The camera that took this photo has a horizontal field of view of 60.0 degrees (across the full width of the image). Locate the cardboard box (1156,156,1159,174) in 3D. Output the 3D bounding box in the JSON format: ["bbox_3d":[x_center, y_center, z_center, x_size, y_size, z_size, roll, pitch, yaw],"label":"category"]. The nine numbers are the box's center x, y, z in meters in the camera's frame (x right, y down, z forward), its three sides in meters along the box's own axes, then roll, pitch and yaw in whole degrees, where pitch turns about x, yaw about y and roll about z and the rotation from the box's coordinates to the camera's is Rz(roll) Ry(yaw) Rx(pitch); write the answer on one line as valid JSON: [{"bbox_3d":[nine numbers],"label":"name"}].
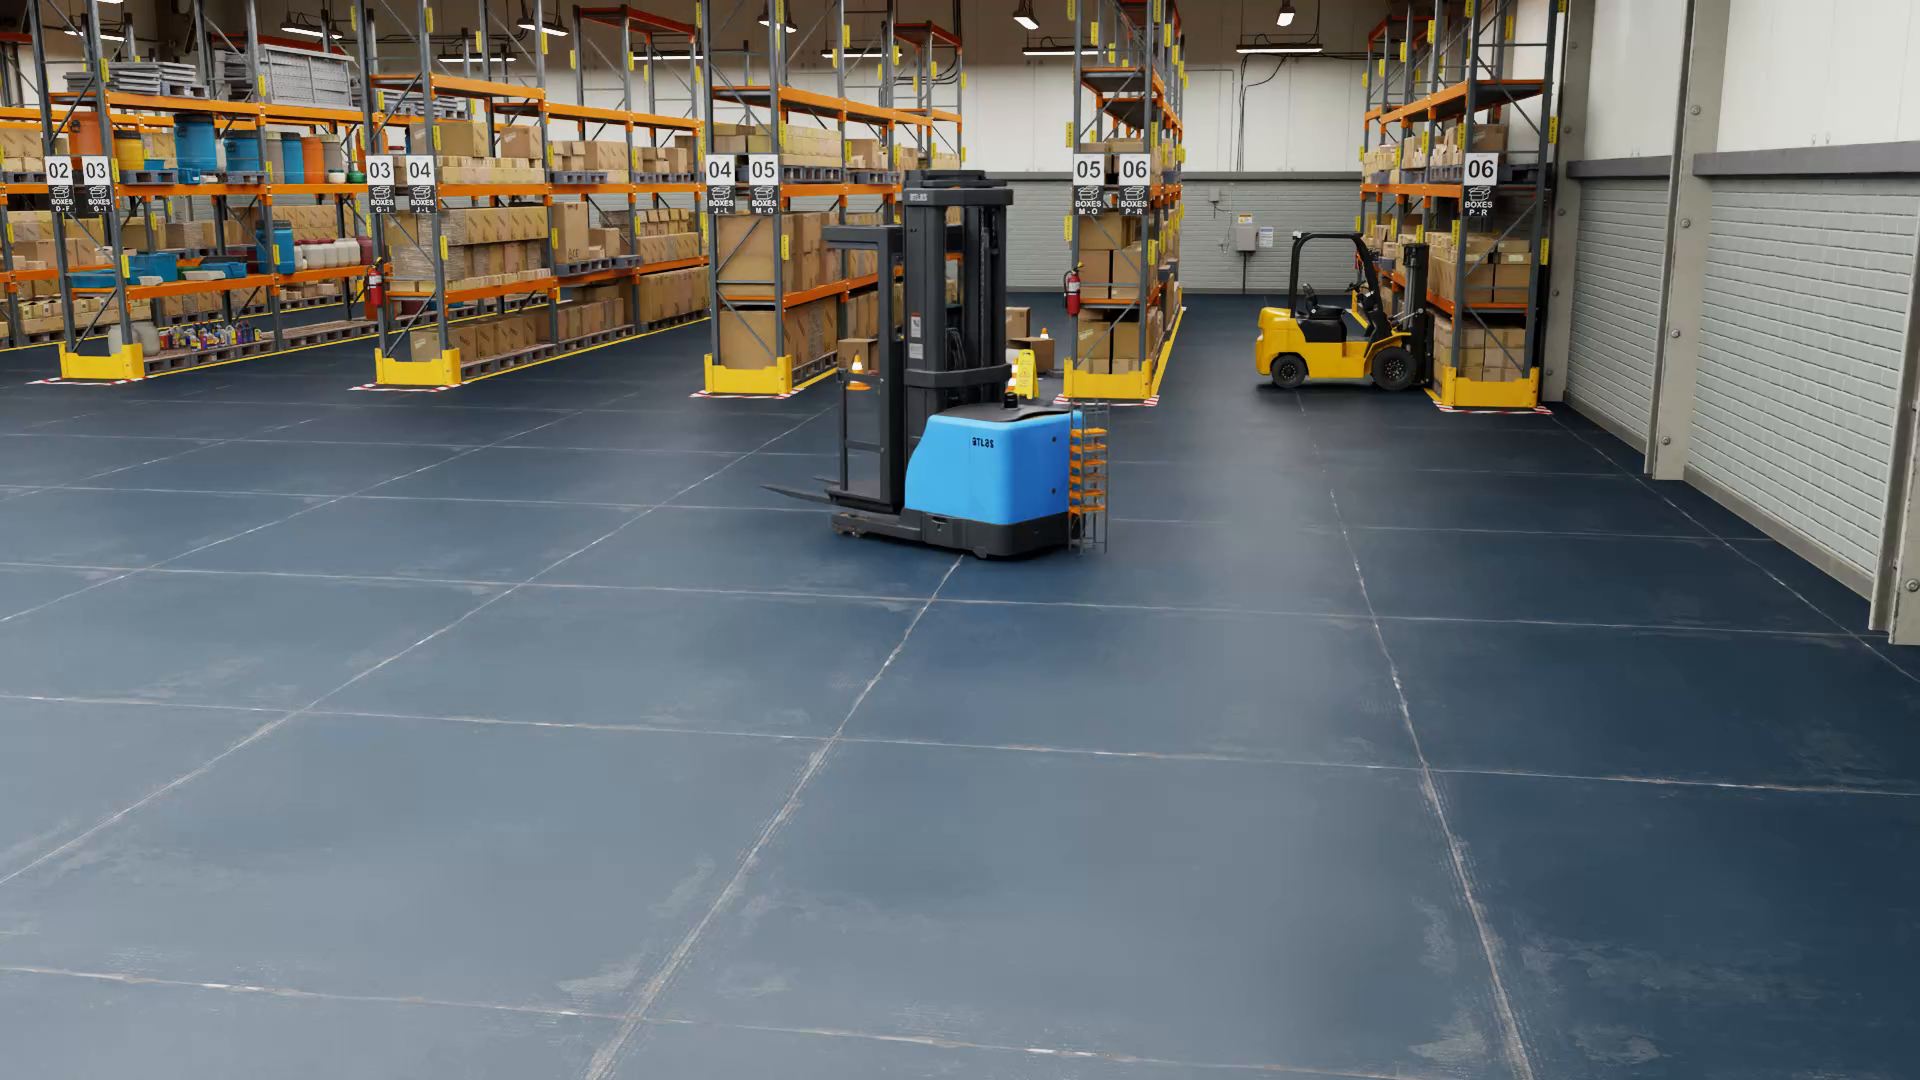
[{"bbox_3d":[2.564,-5.344,23.699,0.500,0.250,0.500,2,12,10],"label":"cardboard box"}]

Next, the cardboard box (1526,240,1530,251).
[{"bbox_3d":[7.253,-3.858,21.792,0.380,0.149,0.250,2,12,11],"label":"cardboard box"}]

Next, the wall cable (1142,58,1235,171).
[{"bbox_3d":[5.783,-10.822,42.349,2.355,3.000,0.029,2,12,9],"label":"wall cable"}]

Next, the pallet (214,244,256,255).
[{"bbox_3d":[-15.982,-6.275,35.944,1.003,0.211,1.213,2,12,9],"label":"pallet"}]

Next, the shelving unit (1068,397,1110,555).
[{"bbox_3d":[1.004,-0.495,12.943,0.258,1.200,0.189,-6,13,-24],"label":"shelving unit"}]

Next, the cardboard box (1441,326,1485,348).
[{"bbox_3d":[6.651,-2.686,21.994,0.500,0.250,0.500,2,12,11],"label":"cardboard box"}]

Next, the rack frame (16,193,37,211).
[{"bbox_3d":[-20.647,-6.691,37.420,1.000,3.000,0.127,2,12,9],"label":"rack frame"}]

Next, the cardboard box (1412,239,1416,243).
[{"bbox_3d":[7.357,-4.670,26.265,0.380,0.149,0.250,1,12,7],"label":"cardboard box"}]

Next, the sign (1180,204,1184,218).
[{"bbox_3d":[4.977,-7.382,37.318,0.100,0.325,0.005,2,12,9],"label":"sign"}]

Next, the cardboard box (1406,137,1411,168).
[{"bbox_3d":[7.787,-6.414,27.543,0.700,0.500,0.500,2,12,8],"label":"cardboard box"}]

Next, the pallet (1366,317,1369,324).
[{"bbox_3d":[8.840,-4.508,33.911,1.003,0.211,1.213,2,12,9],"label":"pallet"}]

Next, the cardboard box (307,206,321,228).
[{"bbox_3d":[-15.164,-7.480,38.470,0.500,0.500,0.500,2,12,10],"label":"cardboard box"}]

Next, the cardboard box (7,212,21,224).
[{"bbox_3d":[-20.633,-6.944,35.823,0.500,0.250,0.500,2,12,10],"label":"cardboard box"}]

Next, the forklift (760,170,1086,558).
[{"bbox_3d":[-0.424,-1.531,13.638,3.031,2.935,1.130,11,16,41],"label":"forklift"}]

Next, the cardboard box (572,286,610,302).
[{"bbox_3d":[-6.724,-4.485,30.295,0.500,0.250,0.500,3,13,15],"label":"cardboard box"}]

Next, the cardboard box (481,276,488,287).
[{"bbox_3d":[-7.344,-3.901,25.070,0.380,0.149,0.250,2,12,9],"label":"cardboard box"}]

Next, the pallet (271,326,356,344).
[{"bbox_3d":[-11.821,-3.761,30.444,1.003,0.211,1.213,2,12,9],"label":"pallet"}]

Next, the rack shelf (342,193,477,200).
[{"bbox_3d":[-11.165,-7.068,33.759,1.077,0.370,4.000,2,12,9],"label":"rack shelf"}]

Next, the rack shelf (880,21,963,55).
[{"bbox_3d":[-0.771,-10.650,35.368,1.077,0.370,4.000,2,12,9],"label":"rack shelf"}]

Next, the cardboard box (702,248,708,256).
[{"bbox_3d":[-5.590,-6.137,35.448,0.380,0.149,0.250,2,12,9],"label":"cardboard box"}]

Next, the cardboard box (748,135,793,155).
[{"bbox_3d":[-2.596,-5.414,22.793,0.500,0.250,0.500,2,12,9],"label":"cardboard box"}]

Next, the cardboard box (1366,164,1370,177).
[{"bbox_3d":[8.861,-7.803,35.112,0.500,0.250,0.500,2,12,7],"label":"cardboard box"}]

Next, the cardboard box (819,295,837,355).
[{"bbox_3d":[-2.475,-3.400,26.198,0.875,0.875,0.875,2,12,10],"label":"cardboard box"}]

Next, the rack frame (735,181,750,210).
[{"bbox_3d":[-5.349,-7.042,39.050,1.000,3.000,0.127,2,12,9],"label":"rack frame"}]

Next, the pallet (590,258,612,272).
[{"bbox_3d":[-6.843,-4.870,29.425,1.003,0.211,1.213,2,12,9],"label":"pallet"}]

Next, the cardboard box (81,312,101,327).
[{"bbox_3d":[-16.439,-4.123,31.035,0.500,0.250,0.500,2,12,10],"label":"cardboard box"}]

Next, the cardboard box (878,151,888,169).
[{"bbox_3d":[-1.558,-6.645,29.063,0.500,0.311,0.500,2,12,9],"label":"cardboard box"}]

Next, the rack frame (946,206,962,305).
[{"bbox_3d":[-0.463,-6.860,38.207,1.000,3.000,0.127,2,12,9],"label":"rack frame"}]

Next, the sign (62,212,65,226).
[{"bbox_3d":[-20.109,-7.203,37.235,0.100,0.325,0.005,2,12,9],"label":"sign"}]

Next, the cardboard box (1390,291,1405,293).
[{"bbox_3d":[8.163,-4.524,30.761,0.380,0.149,0.250,2,12,8],"label":"cardboard box"}]

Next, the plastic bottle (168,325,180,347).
[{"bbox_3d":[-12.745,-3.304,26.946,0.144,0.351,0.185,2,12,11],"label":"plastic bottle"}]

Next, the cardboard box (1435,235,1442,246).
[{"bbox_3d":[7.025,-4.302,23.851,0.380,0.149,0.250,2,12,8],"label":"cardboard box"}]

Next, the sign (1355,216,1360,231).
[{"bbox_3d":[8.812,-7.002,36.808,0.100,0.325,0.005,2,12,9],"label":"sign"}]

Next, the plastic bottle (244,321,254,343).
[{"bbox_3d":[-11.902,-3.481,27.771,0.144,0.351,0.185,2,12,7],"label":"plastic bottle"}]

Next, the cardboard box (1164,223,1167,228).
[{"bbox_3d":[3.188,-5.025,27.750,0.500,0.500,0.500,1,12,6],"label":"cardboard box"}]

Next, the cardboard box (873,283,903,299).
[{"bbox_3d":[-1.348,-4.681,31.249,0.500,0.250,0.500,1,12,6],"label":"cardboard box"}]

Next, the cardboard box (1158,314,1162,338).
[{"bbox_3d":[3.011,-3.705,28.807,0.950,0.372,0.625,2,12,8],"label":"cardboard box"}]

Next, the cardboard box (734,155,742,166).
[{"bbox_3d":[-3.208,-5.208,22.780,0.380,0.149,0.250,2,12,9],"label":"cardboard box"}]

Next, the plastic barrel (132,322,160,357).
[{"bbox_3d":[-12.601,-3.105,25.689,0.421,0.512,0.421,0,12,0],"label":"plastic barrel"}]

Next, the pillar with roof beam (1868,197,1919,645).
[{"bbox_3d":[1.786,-3.920,10.324,9.100,9.000,0.400,2,12,9],"label":"pillar with roof beam"}]

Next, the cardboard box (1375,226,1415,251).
[{"bbox_3d":[8.358,-5.781,31.965,0.700,0.500,0.500,2,12,9],"label":"cardboard box"}]

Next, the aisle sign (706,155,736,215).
[{"bbox_3d":[-3.231,-4.796,22.455,0.394,0.787,0.004,2,12,9],"label":"aisle sign"}]

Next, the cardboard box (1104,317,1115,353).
[{"bbox_3d":[1.925,-2.902,23.589,0.500,0.500,0.500,2,12,11],"label":"cardboard box"}]

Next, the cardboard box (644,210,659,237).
[{"bbox_3d":[-6.348,-6.203,32.539,0.797,0.503,0.637,2,12,10],"label":"cardboard box"}]

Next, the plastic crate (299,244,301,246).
[{"bbox_3d":[-12.024,-5.242,30.546,0.402,0.464,0.583,2,12,9],"label":"plastic crate"}]

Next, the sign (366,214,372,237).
[{"bbox_3d":[-8.355,-4.454,23.543,0.100,0.325,0.005,2,12,9],"label":"sign"}]

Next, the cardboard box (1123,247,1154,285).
[{"bbox_3d":[2.406,-3.782,22.980,0.500,0.500,0.500,2,12,10],"label":"cardboard box"}]

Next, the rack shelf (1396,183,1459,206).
[{"bbox_3d":[7.811,-5.594,26.918,1.077,0.370,4.000,2,12,9],"label":"rack shelf"}]

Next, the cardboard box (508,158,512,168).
[{"bbox_3d":[-7.173,-5.838,25.751,0.380,0.149,0.250,2,12,11],"label":"cardboard box"}]

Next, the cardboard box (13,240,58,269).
[{"bbox_3d":[-16.767,-5.184,30.190,0.500,0.500,0.500,3,12,13],"label":"cardboard box"}]

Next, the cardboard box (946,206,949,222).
[{"bbox_3d":[-0.515,-7.116,36.076,0.500,0.500,0.500,1,12,7],"label":"cardboard box"}]

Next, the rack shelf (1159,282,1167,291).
[{"bbox_3d":[2.905,-4.288,27.977,1.077,0.370,4.000,2,12,9],"label":"rack shelf"}]

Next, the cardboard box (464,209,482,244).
[{"bbox_3d":[-7.372,-4.604,24.420,0.500,0.500,0.500,2,12,9],"label":"cardboard box"}]

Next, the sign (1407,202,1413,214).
[{"bbox_3d":[9.894,-7.259,36.559,0.100,0.325,0.005,2,12,9],"label":"sign"}]

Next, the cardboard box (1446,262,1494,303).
[{"bbox_3d":[6.704,-3.390,21.867,0.500,0.500,0.500,2,12,7],"label":"cardboard box"}]
